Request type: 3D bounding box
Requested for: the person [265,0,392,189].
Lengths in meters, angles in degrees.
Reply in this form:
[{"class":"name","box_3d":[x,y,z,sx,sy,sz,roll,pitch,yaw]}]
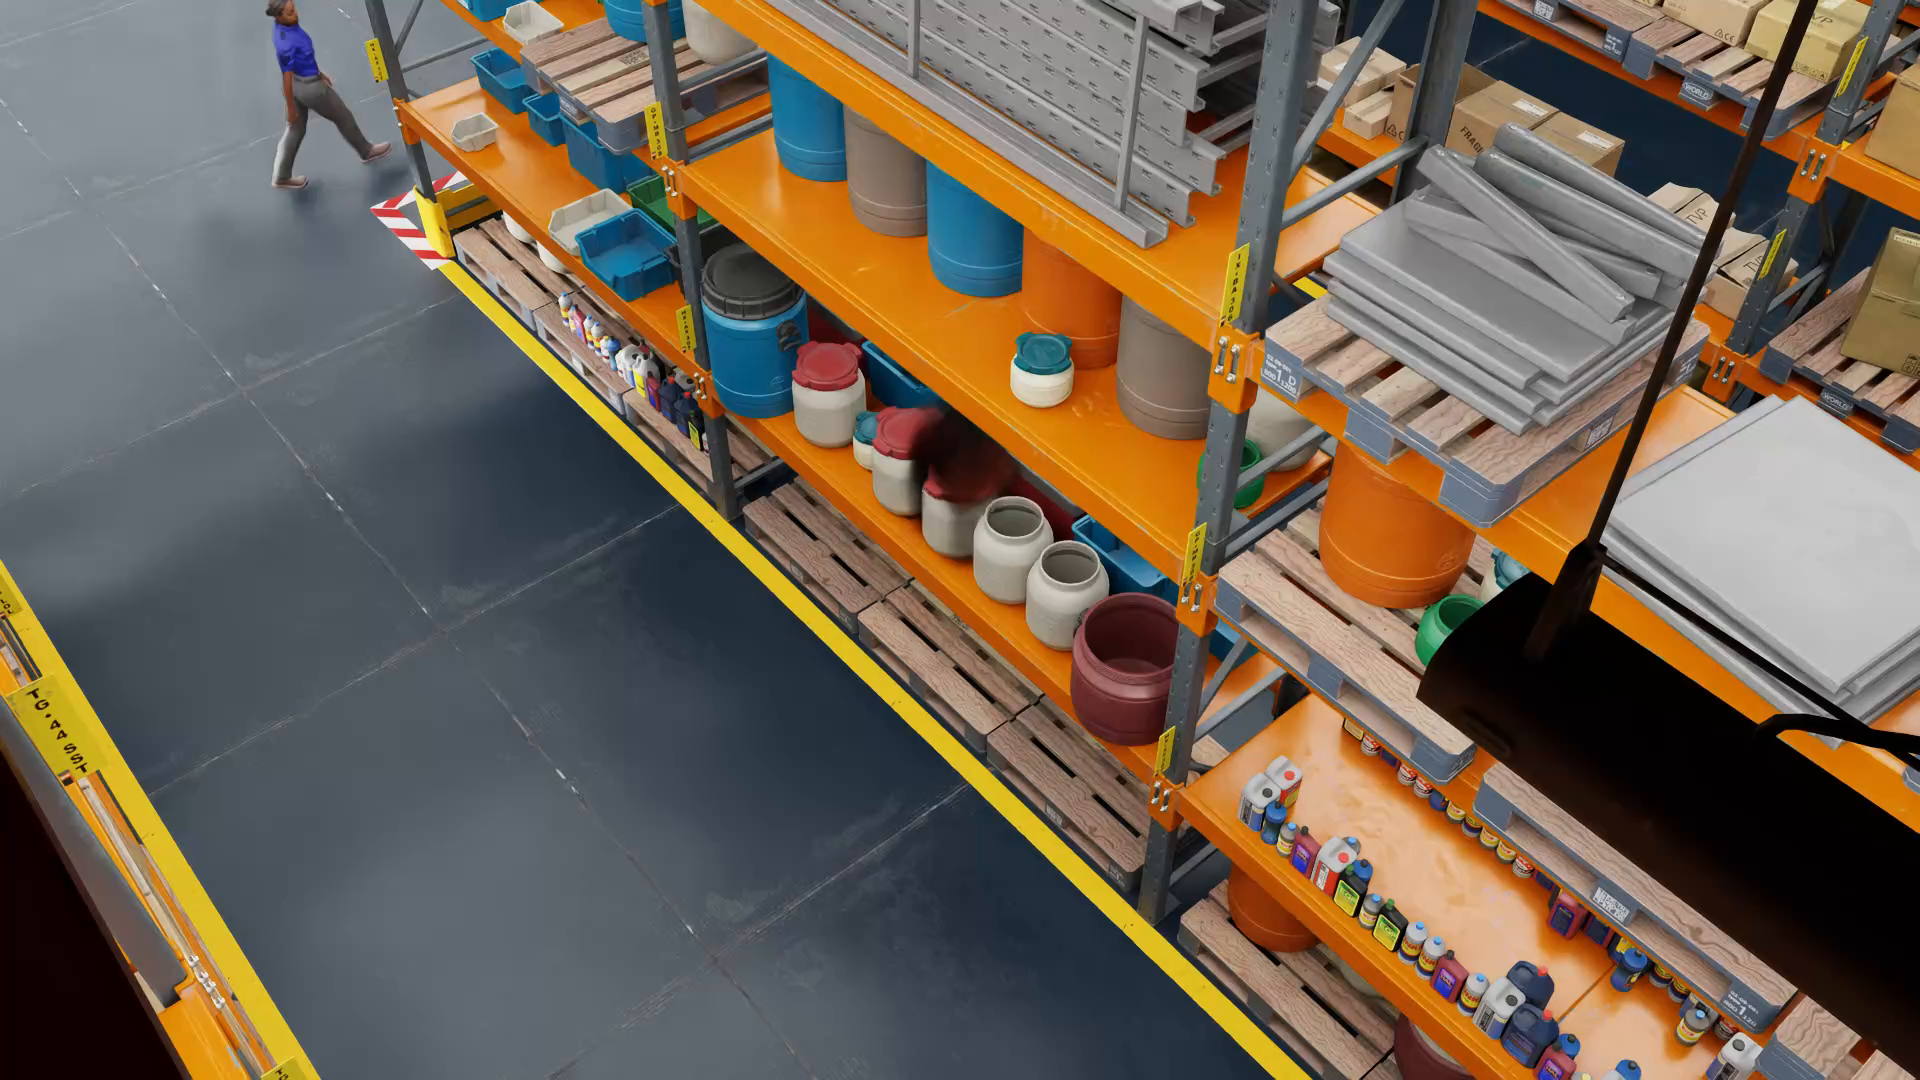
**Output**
[{"class":"person","box_3d":[-5.210,-3.615,13.301,0.426,1.598,0.975,24,51,21]}]
